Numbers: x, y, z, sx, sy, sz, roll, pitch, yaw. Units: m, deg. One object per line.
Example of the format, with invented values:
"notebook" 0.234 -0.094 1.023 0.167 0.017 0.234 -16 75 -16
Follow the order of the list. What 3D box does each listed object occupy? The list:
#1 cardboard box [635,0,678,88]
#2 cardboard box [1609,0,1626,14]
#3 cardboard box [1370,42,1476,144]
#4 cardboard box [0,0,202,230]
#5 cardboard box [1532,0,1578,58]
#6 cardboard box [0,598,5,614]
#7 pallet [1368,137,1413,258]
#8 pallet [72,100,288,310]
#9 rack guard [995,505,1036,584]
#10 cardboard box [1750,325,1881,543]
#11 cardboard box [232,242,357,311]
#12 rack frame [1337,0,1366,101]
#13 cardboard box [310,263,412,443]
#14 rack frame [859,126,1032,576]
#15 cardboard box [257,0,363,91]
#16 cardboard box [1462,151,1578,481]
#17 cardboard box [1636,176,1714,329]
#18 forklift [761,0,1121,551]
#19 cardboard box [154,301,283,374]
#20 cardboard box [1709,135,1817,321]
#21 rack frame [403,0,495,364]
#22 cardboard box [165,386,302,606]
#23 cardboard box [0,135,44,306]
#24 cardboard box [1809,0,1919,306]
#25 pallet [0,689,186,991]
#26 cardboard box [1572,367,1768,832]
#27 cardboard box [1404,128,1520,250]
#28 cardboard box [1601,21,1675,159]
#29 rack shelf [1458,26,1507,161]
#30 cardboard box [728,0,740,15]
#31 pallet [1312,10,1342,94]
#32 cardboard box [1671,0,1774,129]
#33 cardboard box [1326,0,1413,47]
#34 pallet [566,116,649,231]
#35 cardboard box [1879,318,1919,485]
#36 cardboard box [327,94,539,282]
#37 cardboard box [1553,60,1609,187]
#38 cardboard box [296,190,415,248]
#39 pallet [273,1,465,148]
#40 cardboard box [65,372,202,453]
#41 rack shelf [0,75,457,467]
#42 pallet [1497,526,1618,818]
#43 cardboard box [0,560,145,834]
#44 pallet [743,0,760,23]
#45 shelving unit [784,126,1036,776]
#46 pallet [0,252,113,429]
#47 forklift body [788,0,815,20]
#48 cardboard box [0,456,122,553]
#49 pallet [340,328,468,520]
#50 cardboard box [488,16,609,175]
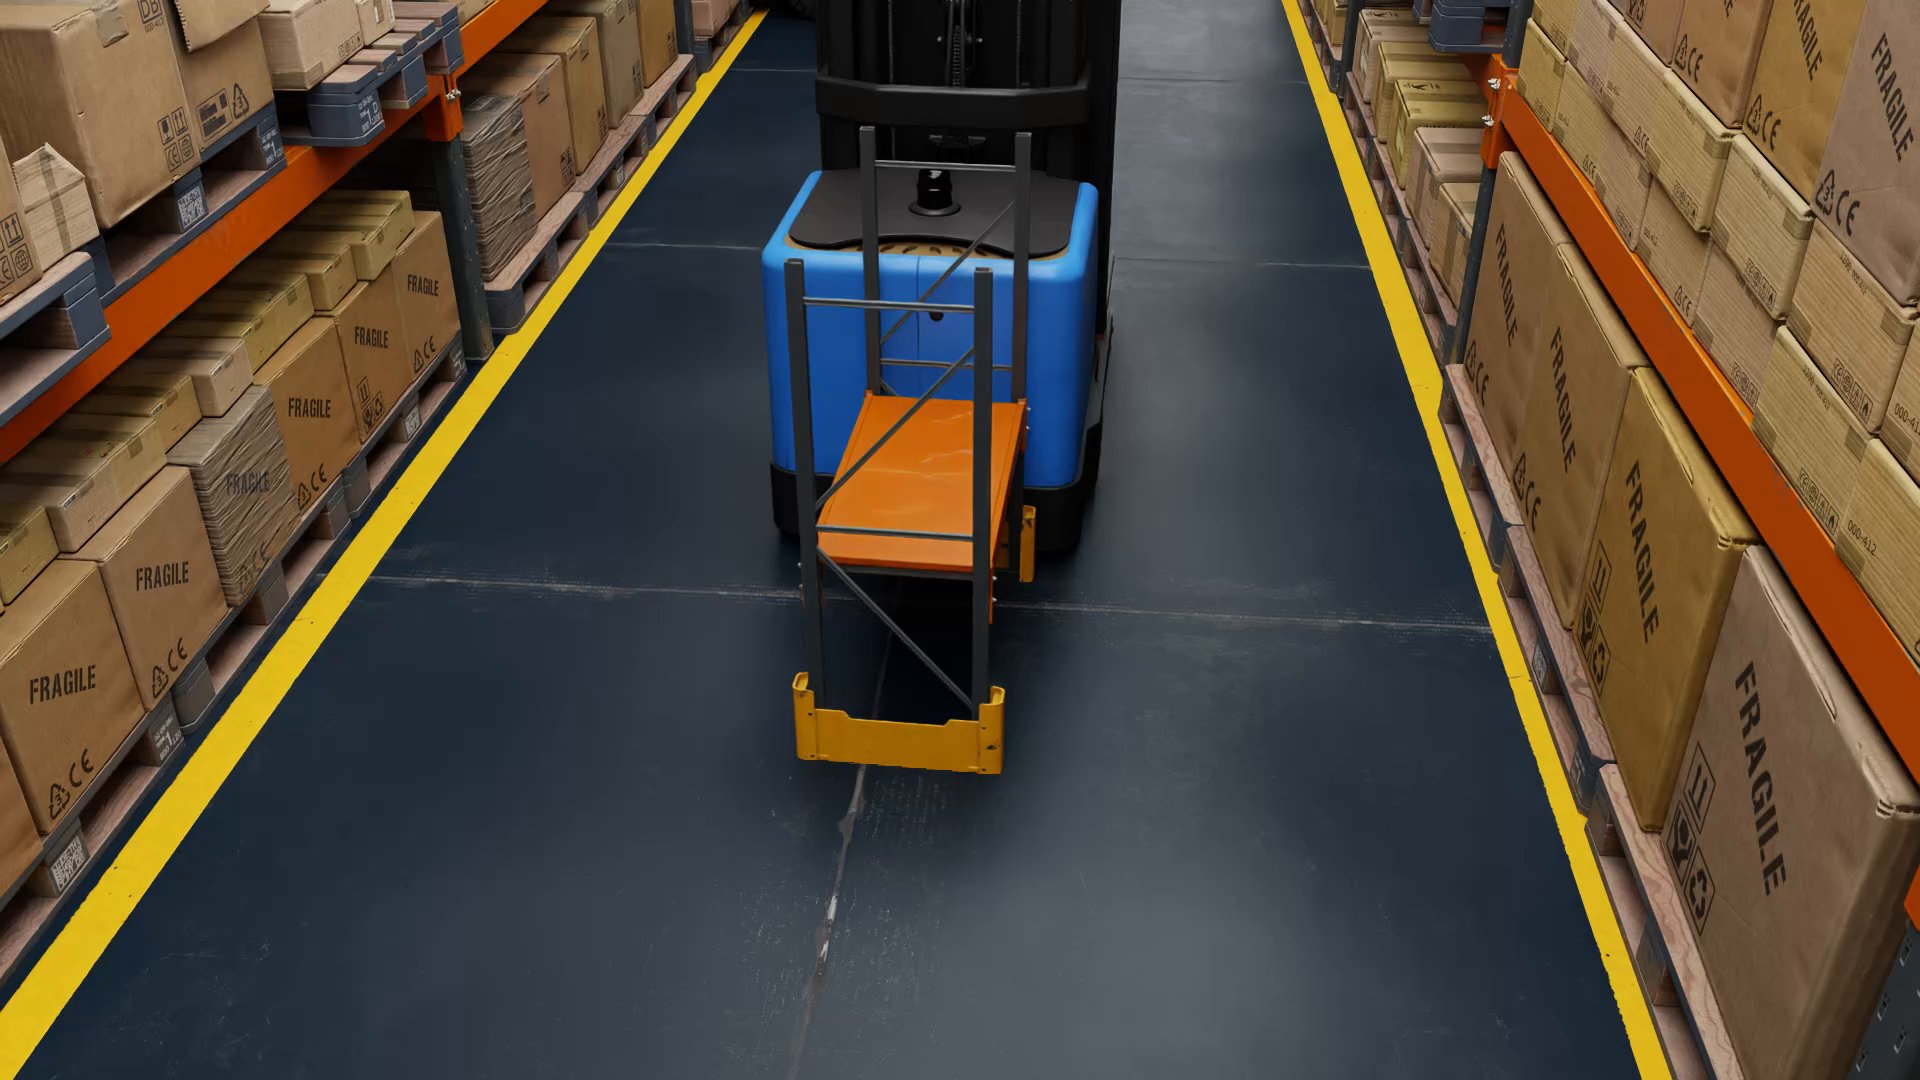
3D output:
"cardboard box" -2.181 -3.054 9.710 0.875 0.625 0.625 4 32 6
"cardboard box" 2.158 -1.819 4.794 0.500 0.500 0.500 3 32 4
"cardboard box" 2.703 -2.359 8.824 0.950 0.372 0.625 4 32 7
"cardboard box" -2.432 -1.122 4.217 0.700 0.500 0.500 2 32 4
"cardboard box" 2.185 -1.753 5.401 0.500 0.250 0.500 2 32 4
"cardboard box" -2.551 0.174 3.973 0.380 0.149 0.250 1 32 1
"pallet" 2.640 -1.716 8.333 1.003 0.211 1.213 2 32 4
"pallet" -2.629 -0.969 4.647 1.003 0.211 1.213 2 32 4
"rack guard" -0.046 -0.002 5.515 0.587 0.250 0.087 4 32 6
"cardboard box" 1.975 -0.214 3.381 0.500 0.250 0.500 2 32 3
"cardboard box" -2.319 -0.910 5.732 0.380 0.149 0.250 1 32 2
"rack frame" 2.798 -3.950 9.300 1.000 3.000 0.127 2 32 4
"cardboard box" -2.346 -0.691 5.995 0.500 0.500 0.500 2 32 3
"rack frame" -0.043 -0.544 5.203 0.500 1.500 0.032 4 32 6
"cardboard box" -2.238 -1.618 5.258 0.500 0.250 0.500 1 32 2
"cardboard box" 2.334 -0.775 5.773 0.875 0.875 0.875 2 32 4
"cardboard box" 2.073 -0.748 4.247 0.500 0.250 0.500 2 32 4
"forklift" 0.058 -1.964 6.143 1.130 2.935 3.031 4 32 6
"cardboard box" -2.406 -0.643 5.299 0.380 0.149 0.250 2 32 3
"cardboard box" 2.010 -0.689 3.676 0.500 0.250 0.500 3 32 5
"rack frame" -2.475 -2.068 6.247 1.000 3.000 0.127 2 32 4
"cardboard box" -2.410 -0.145 5.109 0.500 0.500 0.500 1 32 2
"cardboard box" -2.496 -0.712 3.551 0.700 0.500 0.500 3 32 5
"cardboard box" 1.968 -0.750 3.059 0.500 0.500 0.500 3 32 5
"pallet" -2.772 0.784 4.277 1.003 0.211 1.213 2 32 4
"cardboard box" 2.183 0.159 4.258 0.875 0.875 0.875 3 32 5
"cardboard box" 2.581 -1.599 7.591 0.950 0.372 0.625 2 32 3
"cardboard box" 2.089 -1.222 4.541 0.500 0.250 0.500 2 32 4
"rack shelf" 2.635 -2.598 7.792 1.077 0.370 4.000 2 32 4
"cardboard box" -1.754 -3.673 11.071 0.500 0.250 0.500 2 32 3
"pallet" 2.818 -3.115 10.604 1.003 0.211 1.213 2 32 4
"cardboard box" 2.056 -1.285 3.928 0.500 0.500 0.500 3 32 5
"cardboard box" 2.579 -3.279 10.431 0.500 0.250 0.500 4 32 6
"pallet" -2.267 -1.946 8.707 1.003 0.211 1.213 2 32 4
"cardboard box" 1.941 -0.156 2.811 0.500 0.250 0.500 2 32 4
"cardboard box" -2.410 -1.562 7.288 0.875 0.625 0.625 3 32 6
"cardboard box" 2.158 -1.280 5.111 0.500 0.250 0.500 2 32 3
"cardboard box" -2.263 -1.190 6.186 0.380 0.149 0.250 1 32 2
"pallet" -2.460 -1.629 5.717 1.213 0.211 1.003 2 32 4
"cardboard box" -2.469 -0.371 4.858 0.380 0.149 0.250 3 32 4
"rack shelf" -2.638 -0.716 4.739 1.077 0.370 4.000 2 32 4
"pallet" 2.231 0.374 4.941 1.003 0.211 1.213 2 32 4
"cardboard box" -2.503 0.387 4.246 0.500 0.500 0.500 2 32 3
"pallet" -1.946 -4.026 12.082 1.003 0.211 1.213 2 32 4
"shelving unit" -0.108 -0.275 4.766 0.587 1.500 1.083 4 32 6
"pallet" -2.627 -0.308 3.574 1.003 0.211 1.213 2 32 4
"forklift body" -0.160 -4.821 11.522 2.313 2.155 1.214 2 32 4
"cardboard box" -2.485 -0.099 4.416 0.380 0.149 0.250 2 32 4
"pallet" -2.573 -0.492 6.348 1.003 0.211 1.213 2 32 4
"cardboard box" -2.311 -2.256 8.414 0.875 0.625 0.625 1 32 2
